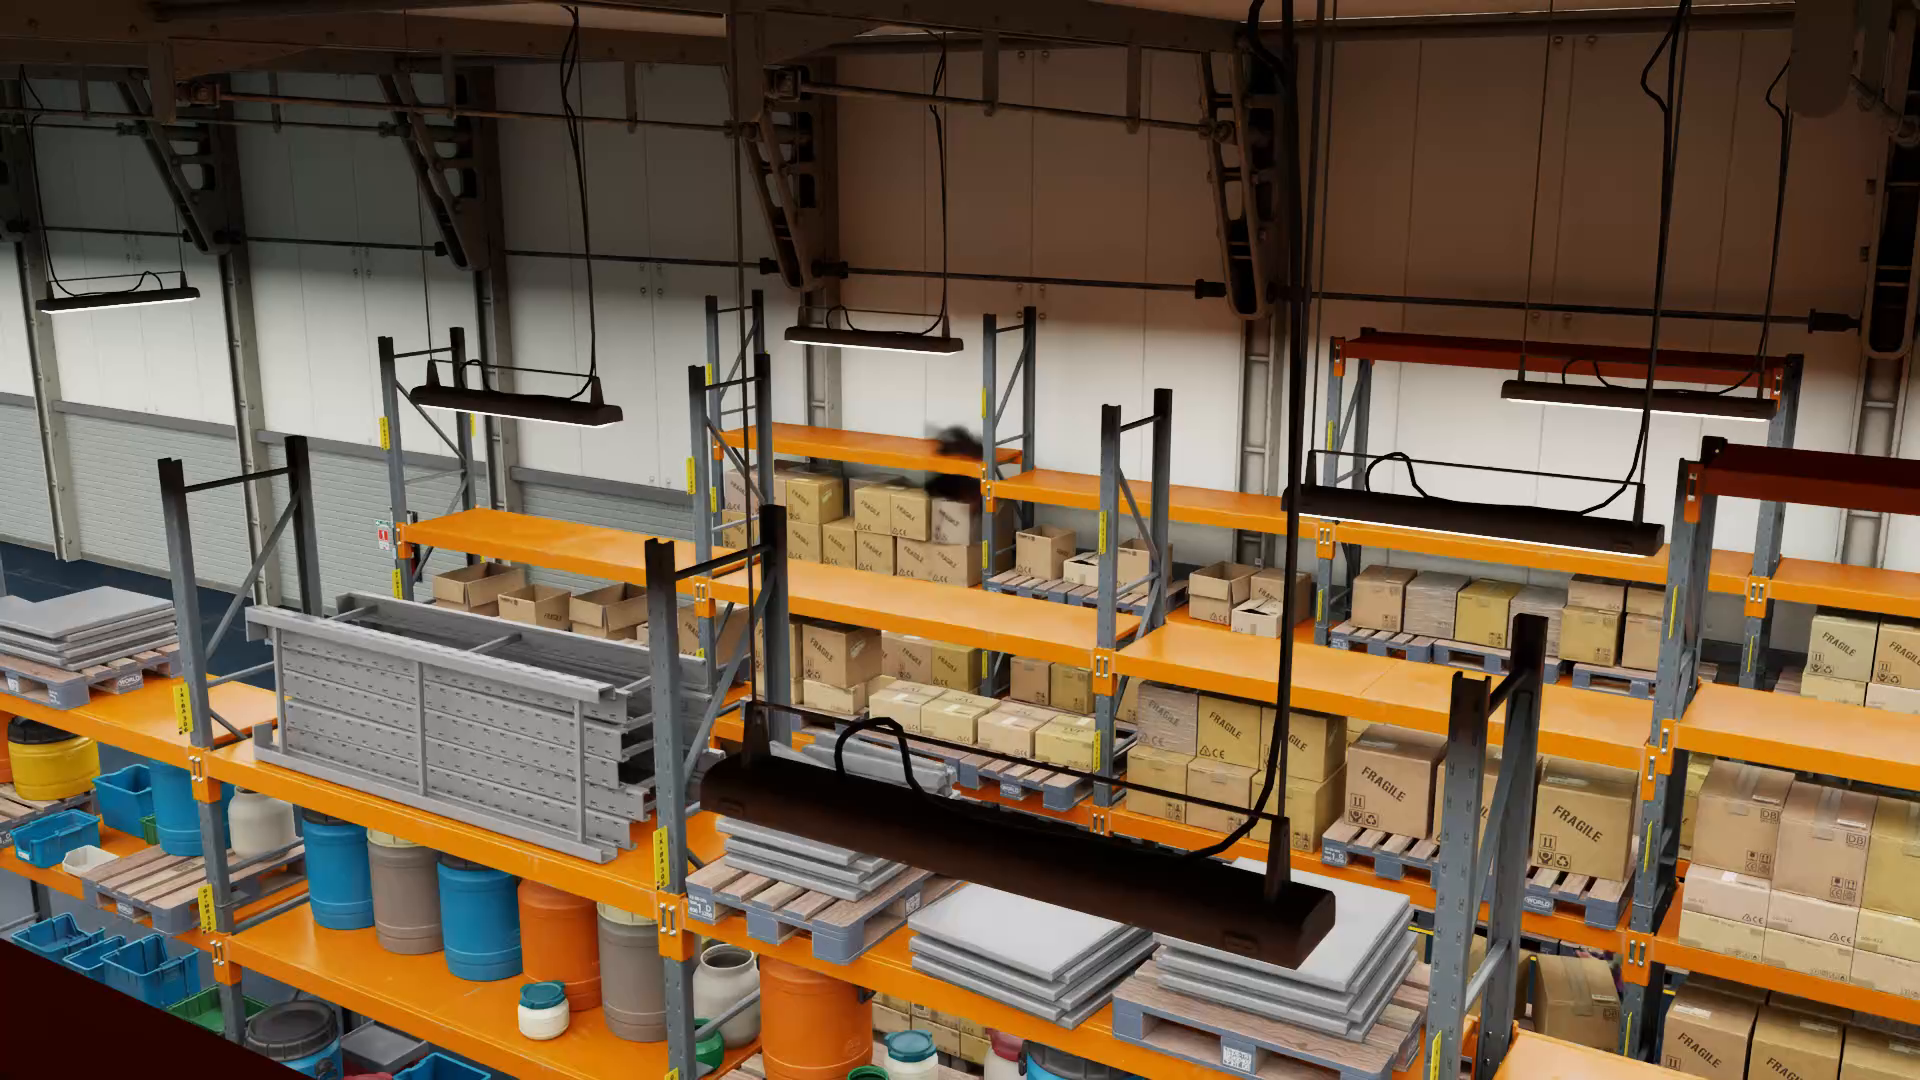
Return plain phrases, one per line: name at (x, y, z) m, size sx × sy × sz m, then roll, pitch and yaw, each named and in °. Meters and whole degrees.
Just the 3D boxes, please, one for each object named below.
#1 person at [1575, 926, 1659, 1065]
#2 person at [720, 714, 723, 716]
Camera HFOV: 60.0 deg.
person at (5.699, 3.841, 14.384) m, size 0.760 × 1.615 × 0.498 m, roll 4°, pitch 14°, yaw 16°
person at (-2.650, 2.603, 18.417) m, size 0.796 × 1.553 × 0.599 m, roll 5°, pitch 15°, yaw 19°
